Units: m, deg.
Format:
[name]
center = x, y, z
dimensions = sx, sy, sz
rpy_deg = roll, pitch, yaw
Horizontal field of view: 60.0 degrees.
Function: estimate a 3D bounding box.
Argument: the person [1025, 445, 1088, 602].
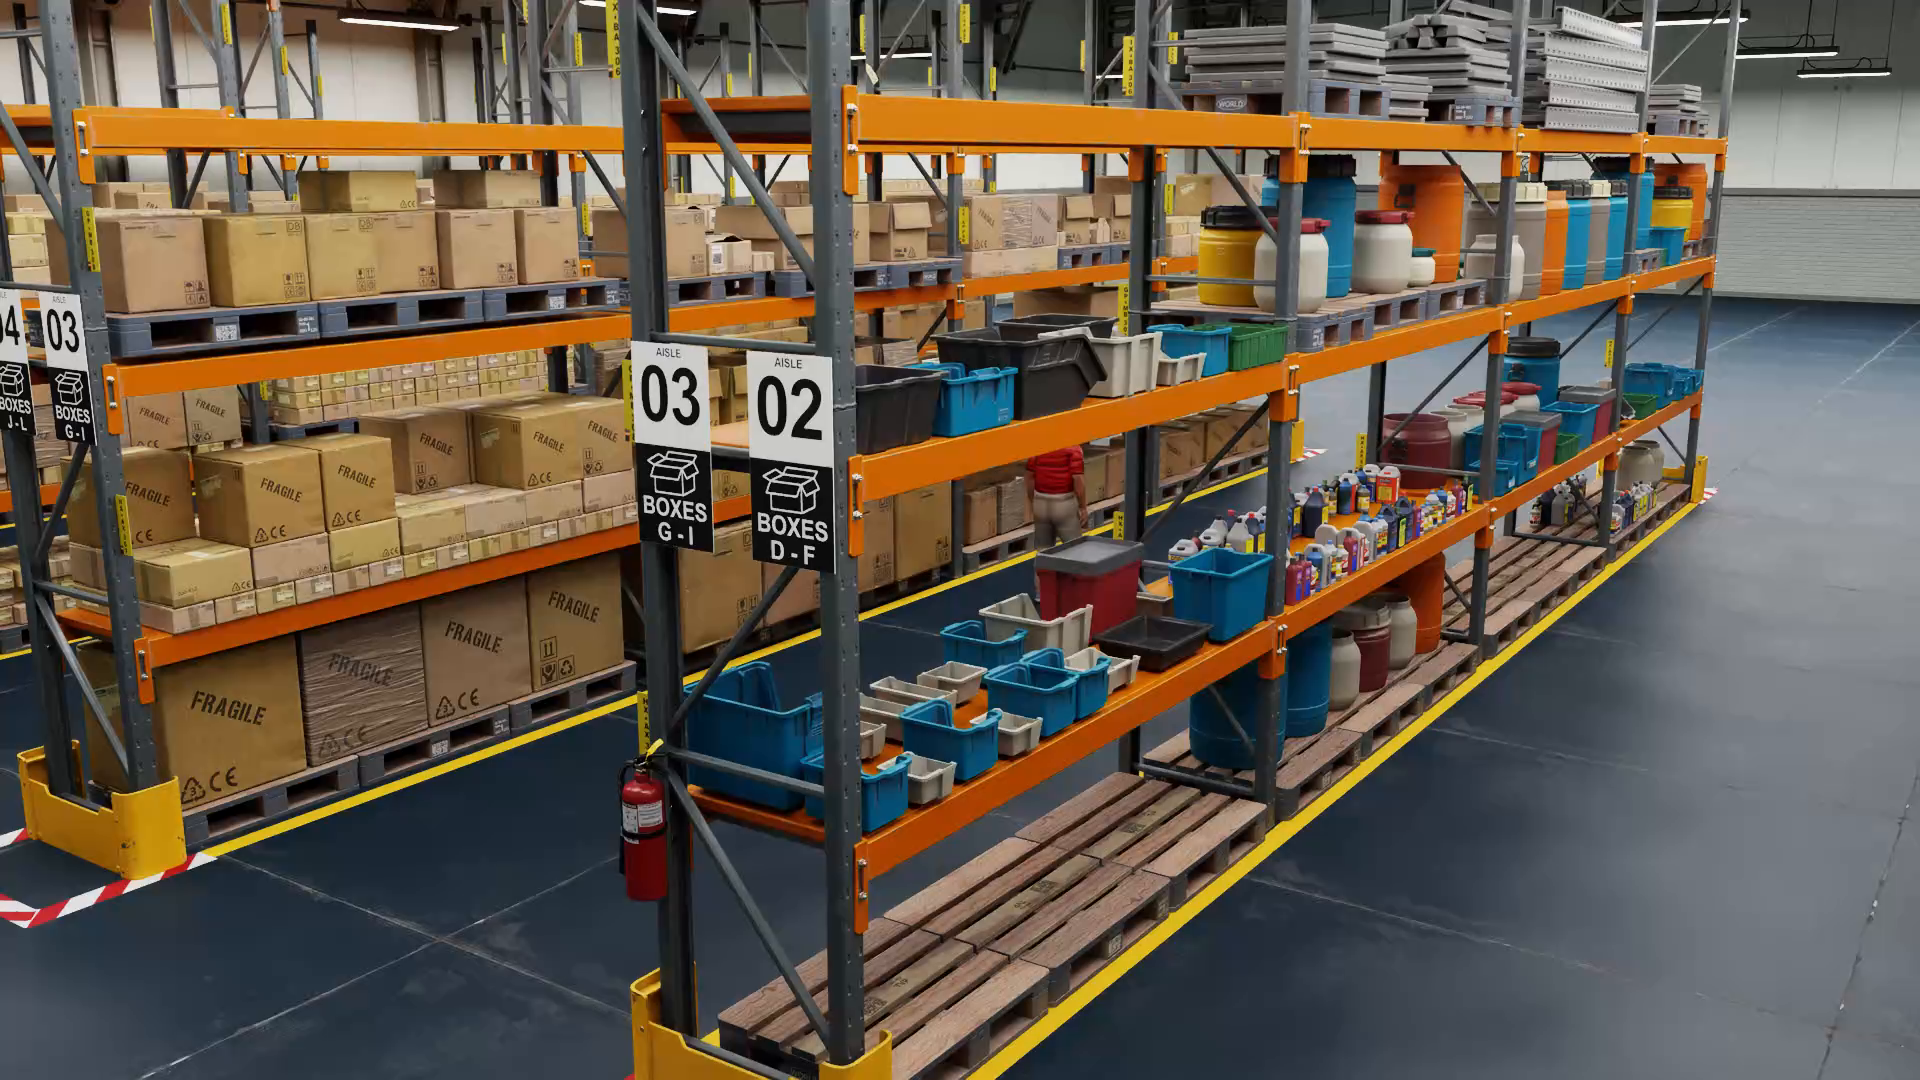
[person]
center = 0.864, -0.283, 14.754
dimensions = 0.588, 1.725, 0.392
rpy_deg = 8, 15, 31
